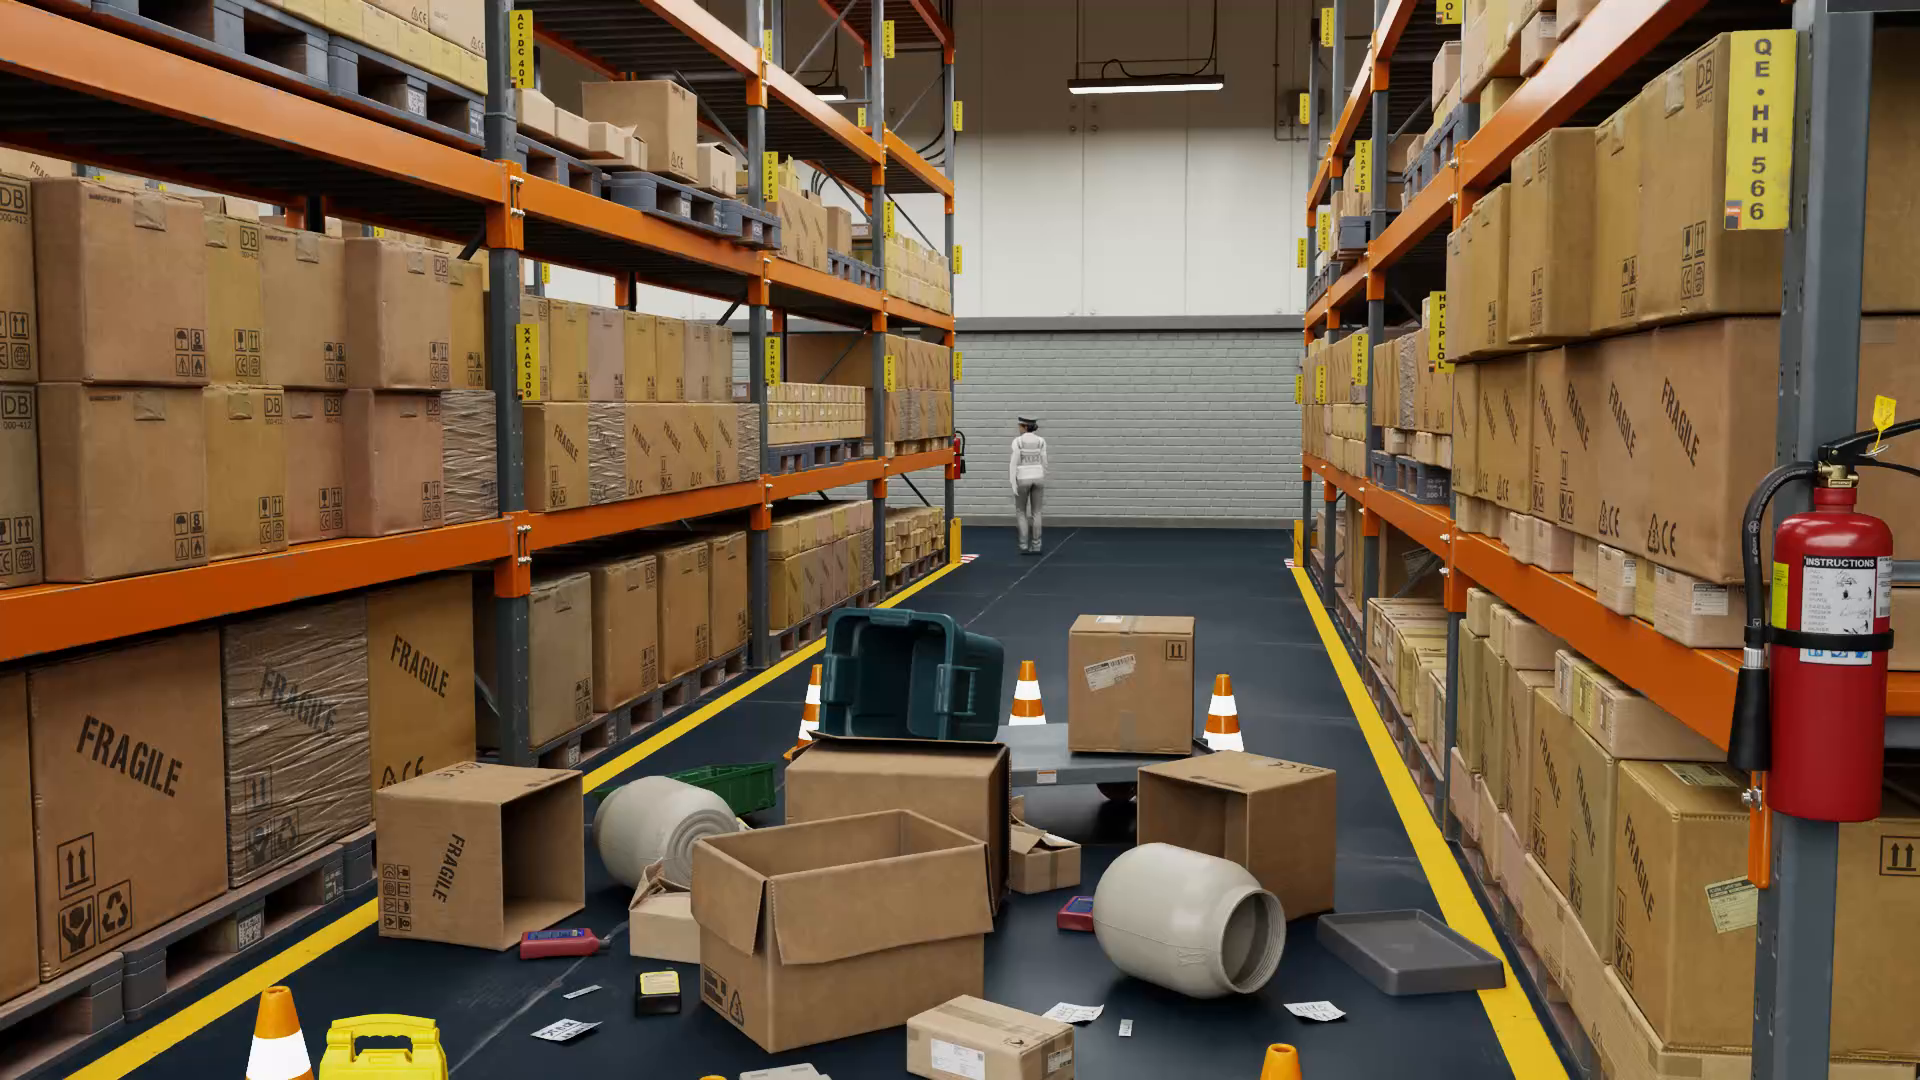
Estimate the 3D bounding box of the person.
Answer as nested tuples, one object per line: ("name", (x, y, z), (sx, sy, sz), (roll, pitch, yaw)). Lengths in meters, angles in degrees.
("person", (1.267, -1.339, 13.629), (13.080, 2.337, 18.705), (-1, 5, -14))
